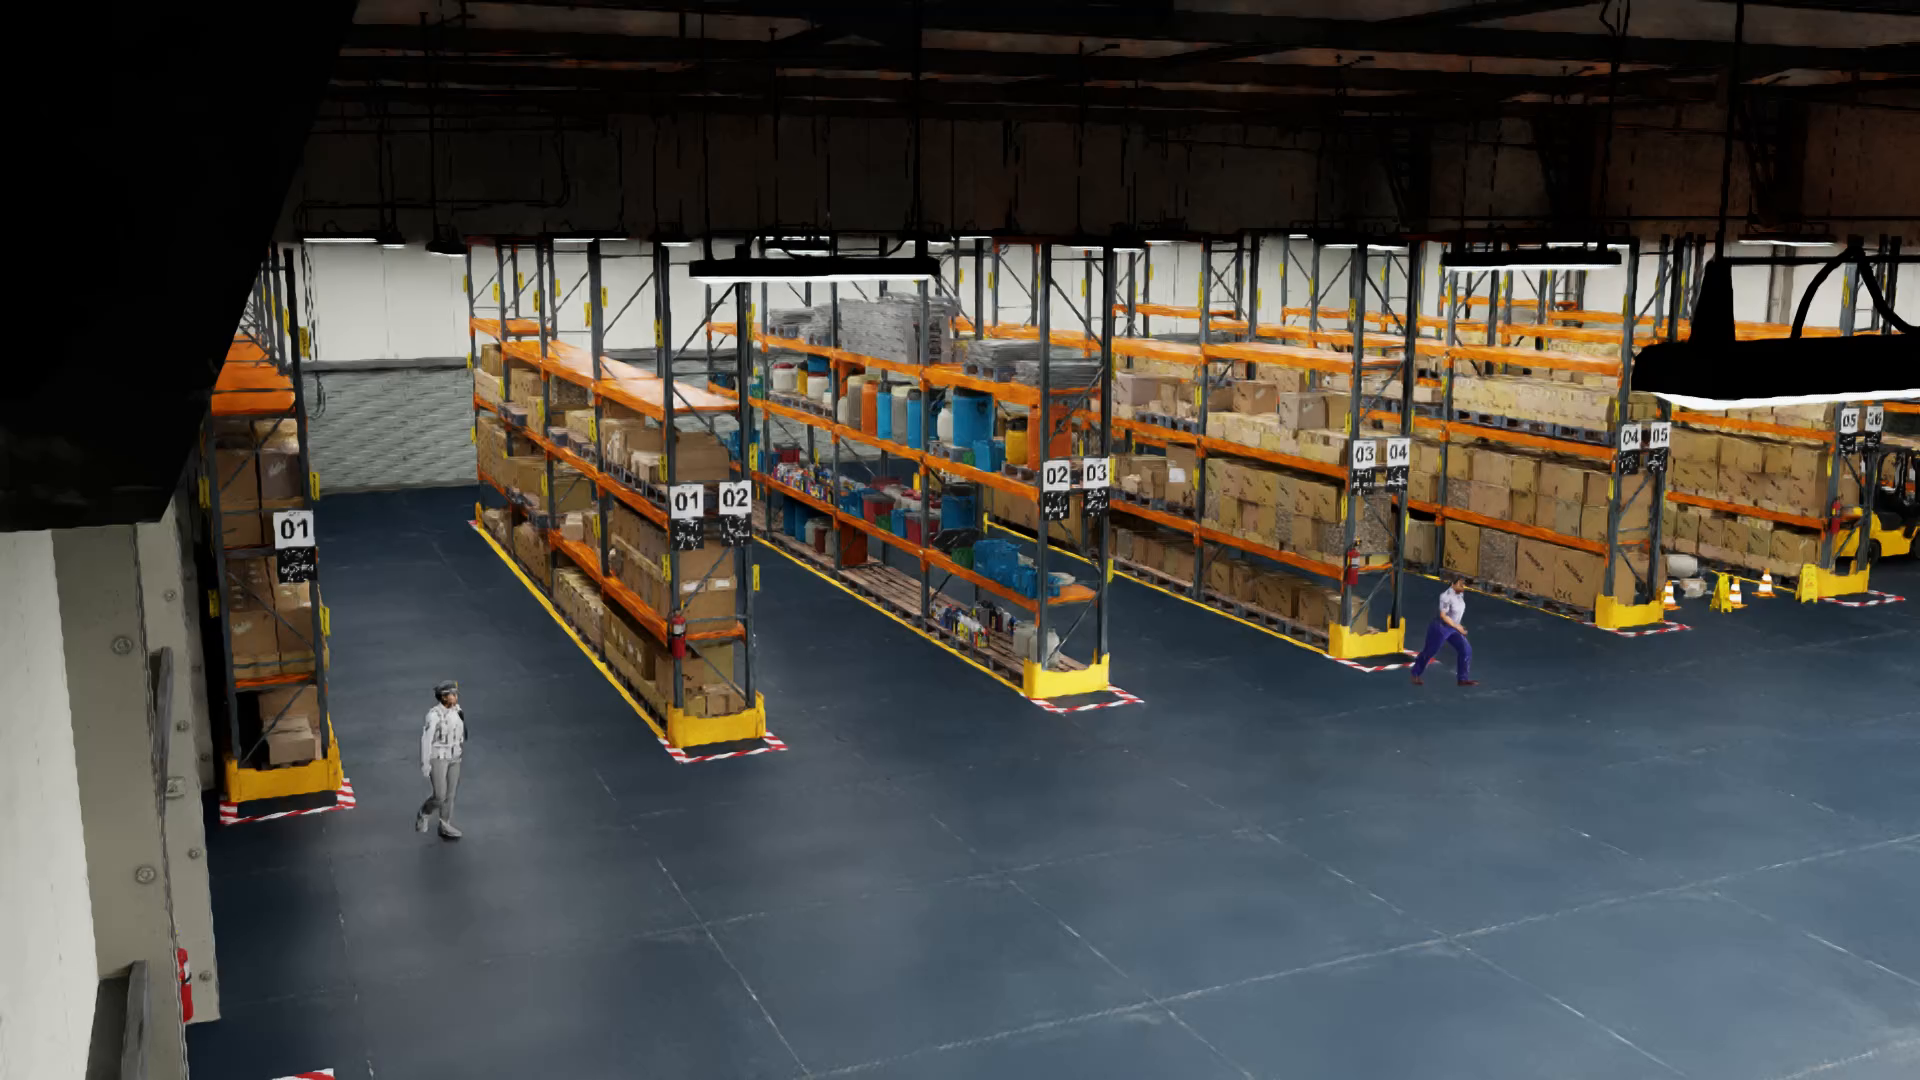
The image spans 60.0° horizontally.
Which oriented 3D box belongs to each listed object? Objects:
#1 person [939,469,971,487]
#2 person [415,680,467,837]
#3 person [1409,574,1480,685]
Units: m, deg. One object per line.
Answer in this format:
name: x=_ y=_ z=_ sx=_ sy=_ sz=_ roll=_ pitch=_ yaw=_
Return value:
person: x=-0.099 y=-1.012 z=33.869 sx=0.682 sy=1.715 sz=0.536 roll=-5 pitch=12 yaw=-25
person: x=-5.375 y=2.249 z=17.184 sx=0.519 sy=1.666 sz=0.530 roll=6 pitch=12 yaw=28
person: x=6.635 y=1.214 z=22.720 sx=0.655 sy=1.562 sz=0.824 roll=-9 pitch=14 yaw=-40
